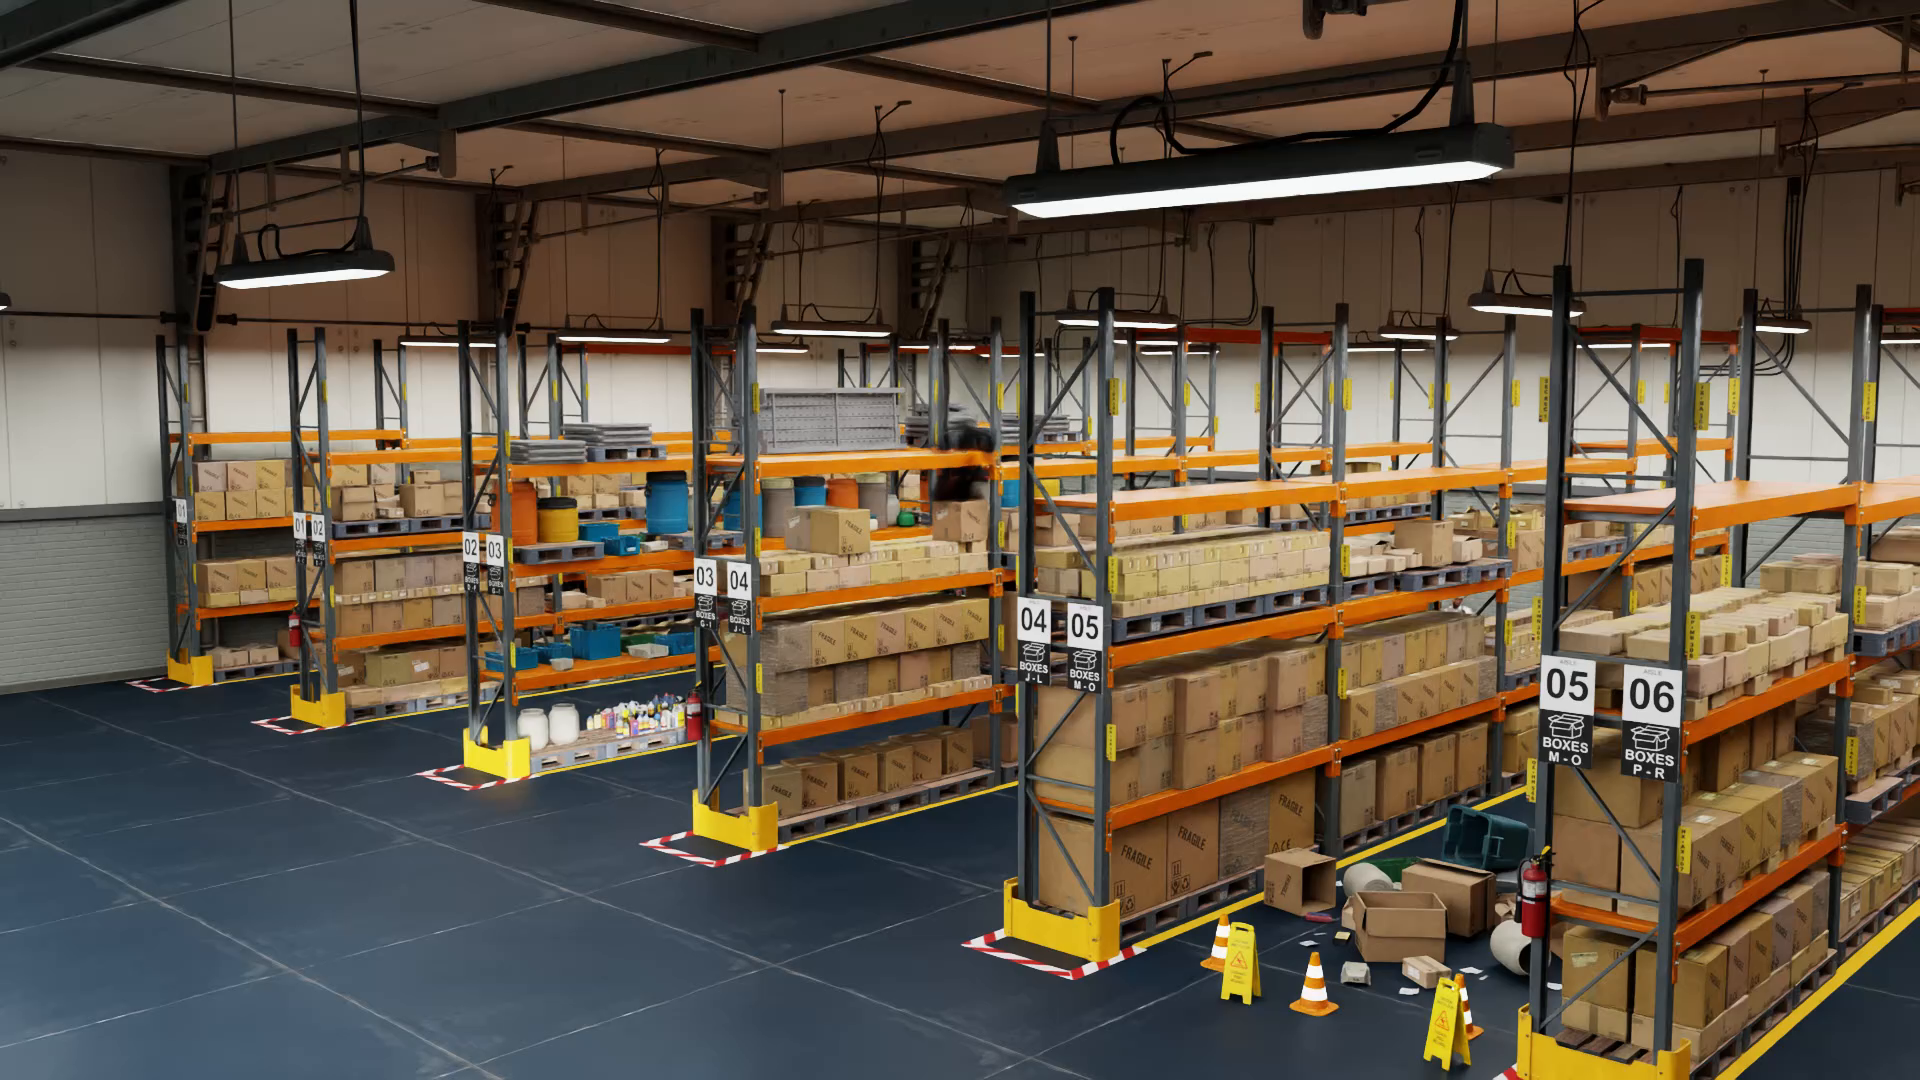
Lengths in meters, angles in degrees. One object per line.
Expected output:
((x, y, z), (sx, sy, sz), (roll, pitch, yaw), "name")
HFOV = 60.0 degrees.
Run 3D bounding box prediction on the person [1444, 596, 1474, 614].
((8.343, 1.714, 27.911), (0.610, 1.772, 0.732), (4, 7, 35), "person")
